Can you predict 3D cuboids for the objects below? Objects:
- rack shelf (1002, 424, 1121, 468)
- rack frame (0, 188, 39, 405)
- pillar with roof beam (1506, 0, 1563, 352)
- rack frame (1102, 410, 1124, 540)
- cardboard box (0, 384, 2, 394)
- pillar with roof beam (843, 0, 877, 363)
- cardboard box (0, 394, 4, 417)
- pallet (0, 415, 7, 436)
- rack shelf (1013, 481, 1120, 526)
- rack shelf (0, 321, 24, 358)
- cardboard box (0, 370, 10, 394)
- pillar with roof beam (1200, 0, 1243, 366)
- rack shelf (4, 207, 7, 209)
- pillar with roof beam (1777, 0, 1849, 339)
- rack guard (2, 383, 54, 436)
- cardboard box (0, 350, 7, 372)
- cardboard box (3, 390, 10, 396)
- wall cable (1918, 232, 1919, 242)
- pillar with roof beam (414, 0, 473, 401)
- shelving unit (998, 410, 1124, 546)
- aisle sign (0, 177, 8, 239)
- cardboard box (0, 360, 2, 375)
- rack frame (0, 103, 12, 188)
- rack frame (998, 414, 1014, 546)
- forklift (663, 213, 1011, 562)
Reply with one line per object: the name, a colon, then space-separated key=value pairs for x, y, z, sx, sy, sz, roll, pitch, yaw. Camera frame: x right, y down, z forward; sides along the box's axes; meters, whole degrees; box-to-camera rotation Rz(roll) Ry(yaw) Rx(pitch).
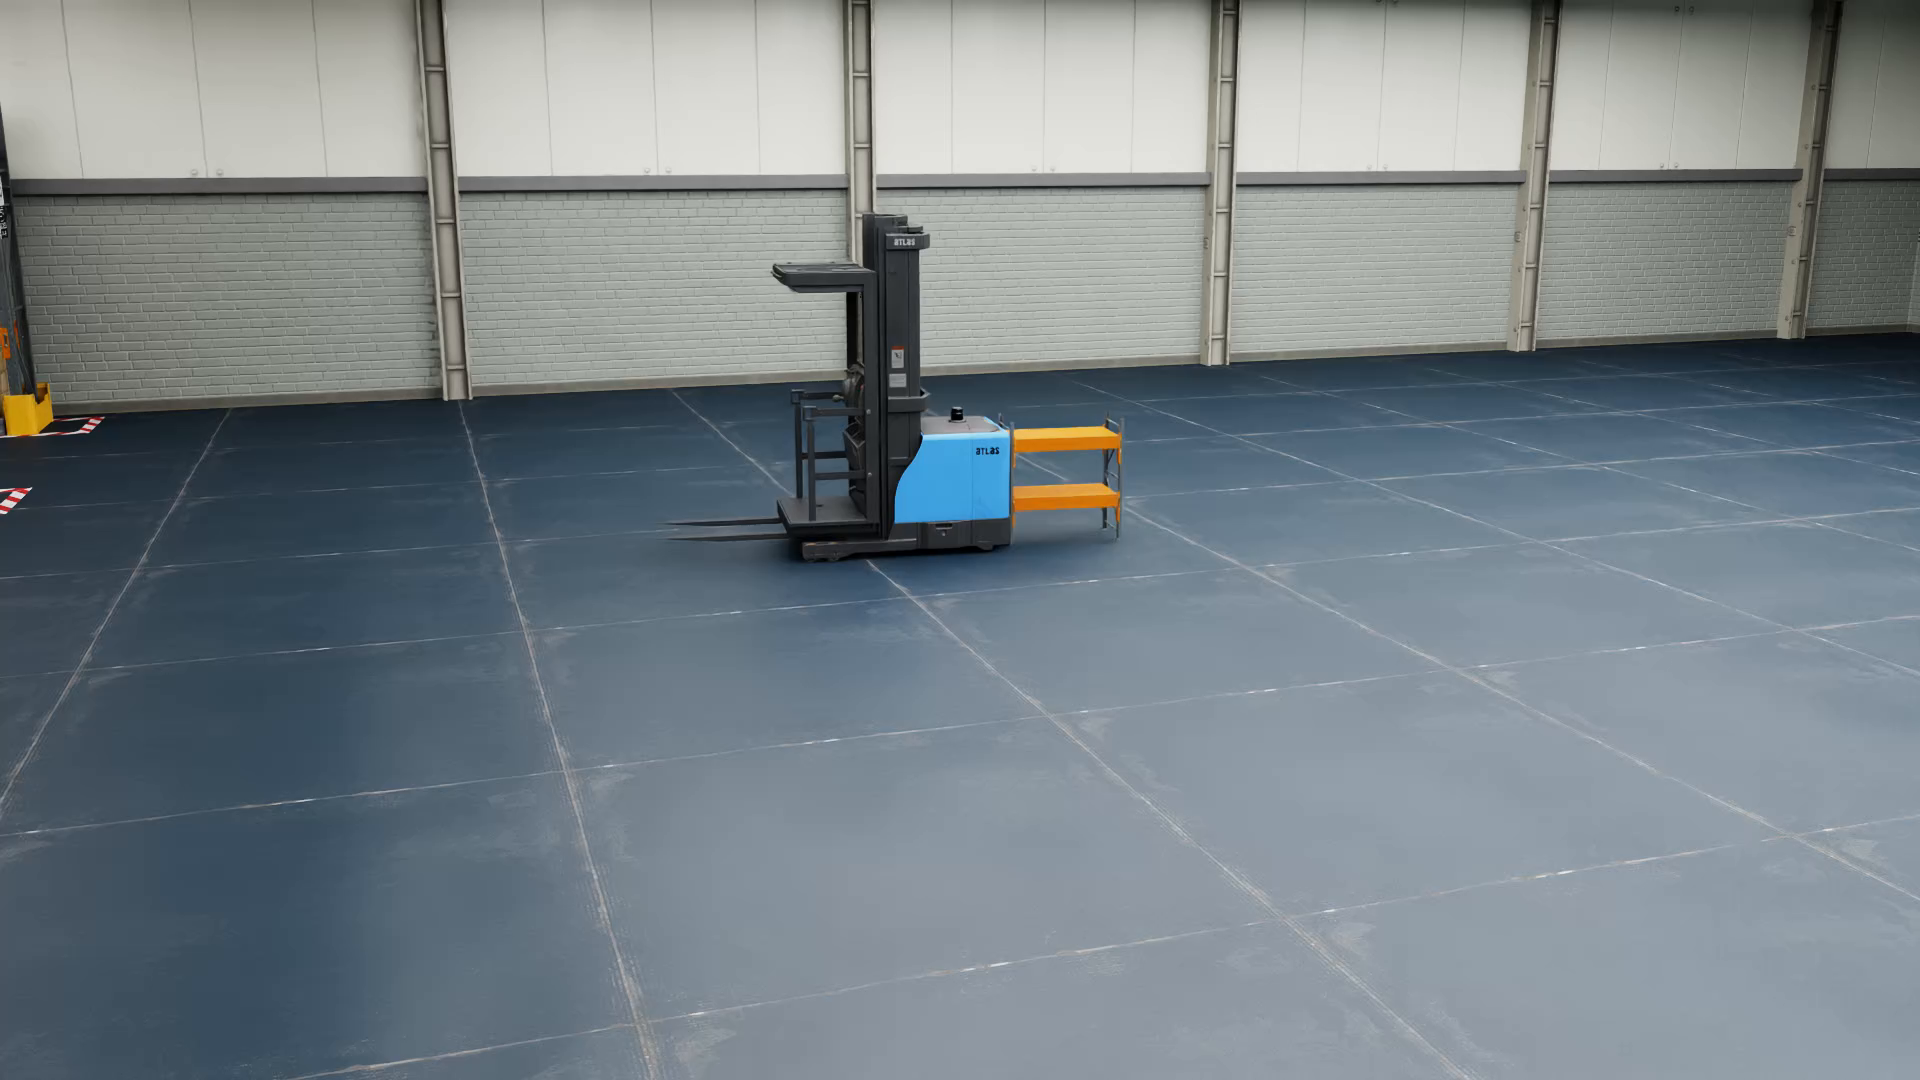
rack shelf: x=0.913 y=-0.861 z=15.175 sx=1.000 sy=0.278 sz=0.538 roll=-3 pitch=14 yaw=-11
rack frame: x=-11.912 y=-2.892 z=20.925 sx=0.127 sy=3.000 sz=1.000 roll=-4 pitch=14 yaw=-18
pillar with roof beam: x=11.260 y=-6.784 z=24.323 sx=0.400 sy=9.000 sz=9.100 roll=-4 pitch=14 yaw=-18
rack frame: x=1.410 y=-0.600 z=15.343 sx=0.032 sy=1.125 sz=0.500 roll=-3 pitch=14 yaw=-11
cardboard box: x=-12.273 y=-1.897 z=20.698 sx=0.500 sy=0.250 sz=0.500 roll=-5 pitch=14 yaw=-19
pillar with roof beam: x=-0.113 y=-5.898 z=20.600 sx=0.400 sy=9.000 sz=9.100 roll=-4 pitch=14 yaw=-18
cardboard box: x=-12.256 y=-1.654 z=20.758 sx=0.500 sy=0.250 sz=0.500 roll=-4 pitch=14 yaw=-18
pallet: x=-12.623 y=-1.470 z=20.972 sx=1.213 sy=0.211 sz=1.003 roll=-4 pitch=14 yaw=-18
rack shelf: x=0.913 y=-0.339 z=15.299 sx=1.000 sy=0.278 sz=0.538 roll=-3 pitch=14 yaw=-11
rack shelf: x=-13.807 y=-2.394 z=20.388 sx=4.000 sy=0.370 sz=1.077 roll=-4 pitch=14 yaw=-18
cardboard box: x=-12.424 y=-2.012 z=21.183 sx=0.500 sy=0.250 sz=0.500 roll=-4 pitch=14 yaw=-17
pillar with roof beam: x=5.574 y=-6.341 z=22.462 sx=0.400 sy=9.000 sz=9.100 roll=-4 pitch=14 yaw=-18
rack shelf: x=-13.807 y=-3.854 z=20.041 sx=4.000 sy=0.370 sz=1.077 roll=-4 pitch=14 yaw=-18
pillar with roof beam: x=16.947 y=-7.227 z=26.185 sx=0.548 sy=9.000 sz=9.100 roll=-4 pitch=14 yaw=-18
rack guard: x=-11.889 y=-1.678 z=21.222 sx=0.348 sy=0.500 sz=1.175 roll=-4 pitch=14 yaw=-18
cardboard box: x=-12.428 y=-2.251 z=21.105 sx=0.500 sy=0.250 sz=0.500 roll=-5 pitch=14 yaw=-19
cardboard box: x=-12.440 y=-1.765 z=21.223 sx=0.500 sy=0.250 sz=0.500 roll=-4 pitch=14 yaw=-18
wall cable: x=18.788 y=-6.588 z=30.209 sx=0.112 sy=2.526 sz=3.097 roll=-4 pitch=14 yaw=-18
pillar with roof beam: x=-5.799 y=-5.455 z=18.738 sx=0.400 sy=9.000 sz=9.100 roll=-4 pitch=14 yaw=-18
shelving unit: x=0.913 y=-0.576 z=15.242 sx=1.048 sy=1.125 sz=0.538 roll=-3 pitch=14 yaw=-11
aisle sign: x=-11.756 y=-4.097 z=20.374 sx=0.004 sy=0.787 sz=0.394 roll=-4 pitch=14 yaw=-18
cardboard box: x=-12.249 y=-2.142 z=20.649 sx=0.500 sy=0.250 sz=0.500 roll=-4 pitch=14 yaw=-16
rack frame: x=-11.912 y=-5.810 z=20.231 sx=0.127 sy=3.000 sz=1.000 roll=-4 pitch=14 yaw=-18
rack frame: x=0.415 y=-0.552 z=15.141 sx=0.032 sy=1.125 sz=0.500 roll=-3 pitch=14 yaw=-11
forklift: x=-1.119 y=-1.367 z=14.663 sx=3.031 sy=2.935 sz=1.130 roll=-3 pitch=14 yaw=-11
